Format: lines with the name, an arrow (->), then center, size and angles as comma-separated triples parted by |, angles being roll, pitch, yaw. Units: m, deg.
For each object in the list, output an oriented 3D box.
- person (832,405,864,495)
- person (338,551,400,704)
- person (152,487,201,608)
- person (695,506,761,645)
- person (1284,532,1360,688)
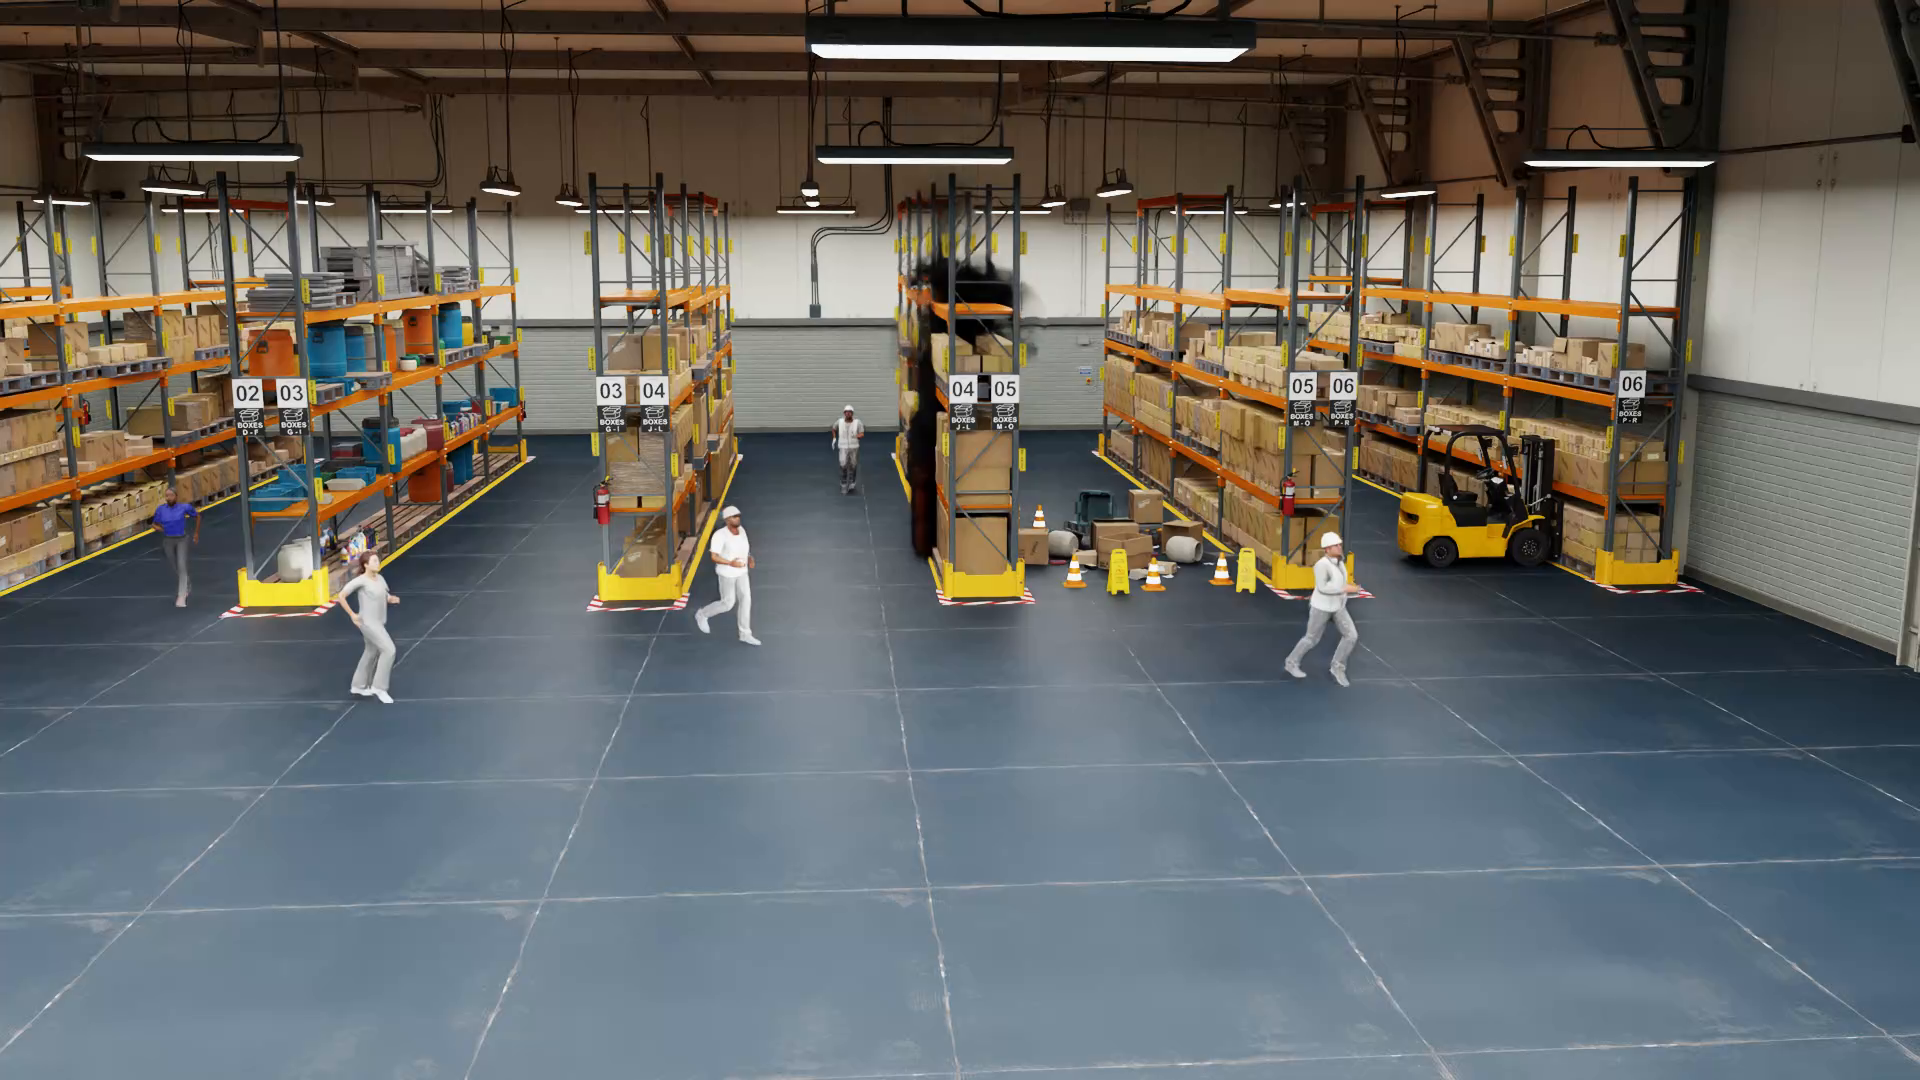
person -> -2.282, -1.837, 33.992 | 0.659, 1.832, 0.758 | -1, 10, -6
person -> -6.502, 0.963, 18.433 | 0.677, 1.704, 0.546 | 2, 10, 10
person -> -11.110, 0.074, 23.599 | 0.603, 1.687, 0.875 | -1, 10, -7
person -> -2.941, 0.433, 21.234 | 0.927, 1.766, 0.709 | 7, 12, 33
person -> 4.222, 0.794, 19.141 | 0.887, 1.812, 0.662 | 9, 14, 43
